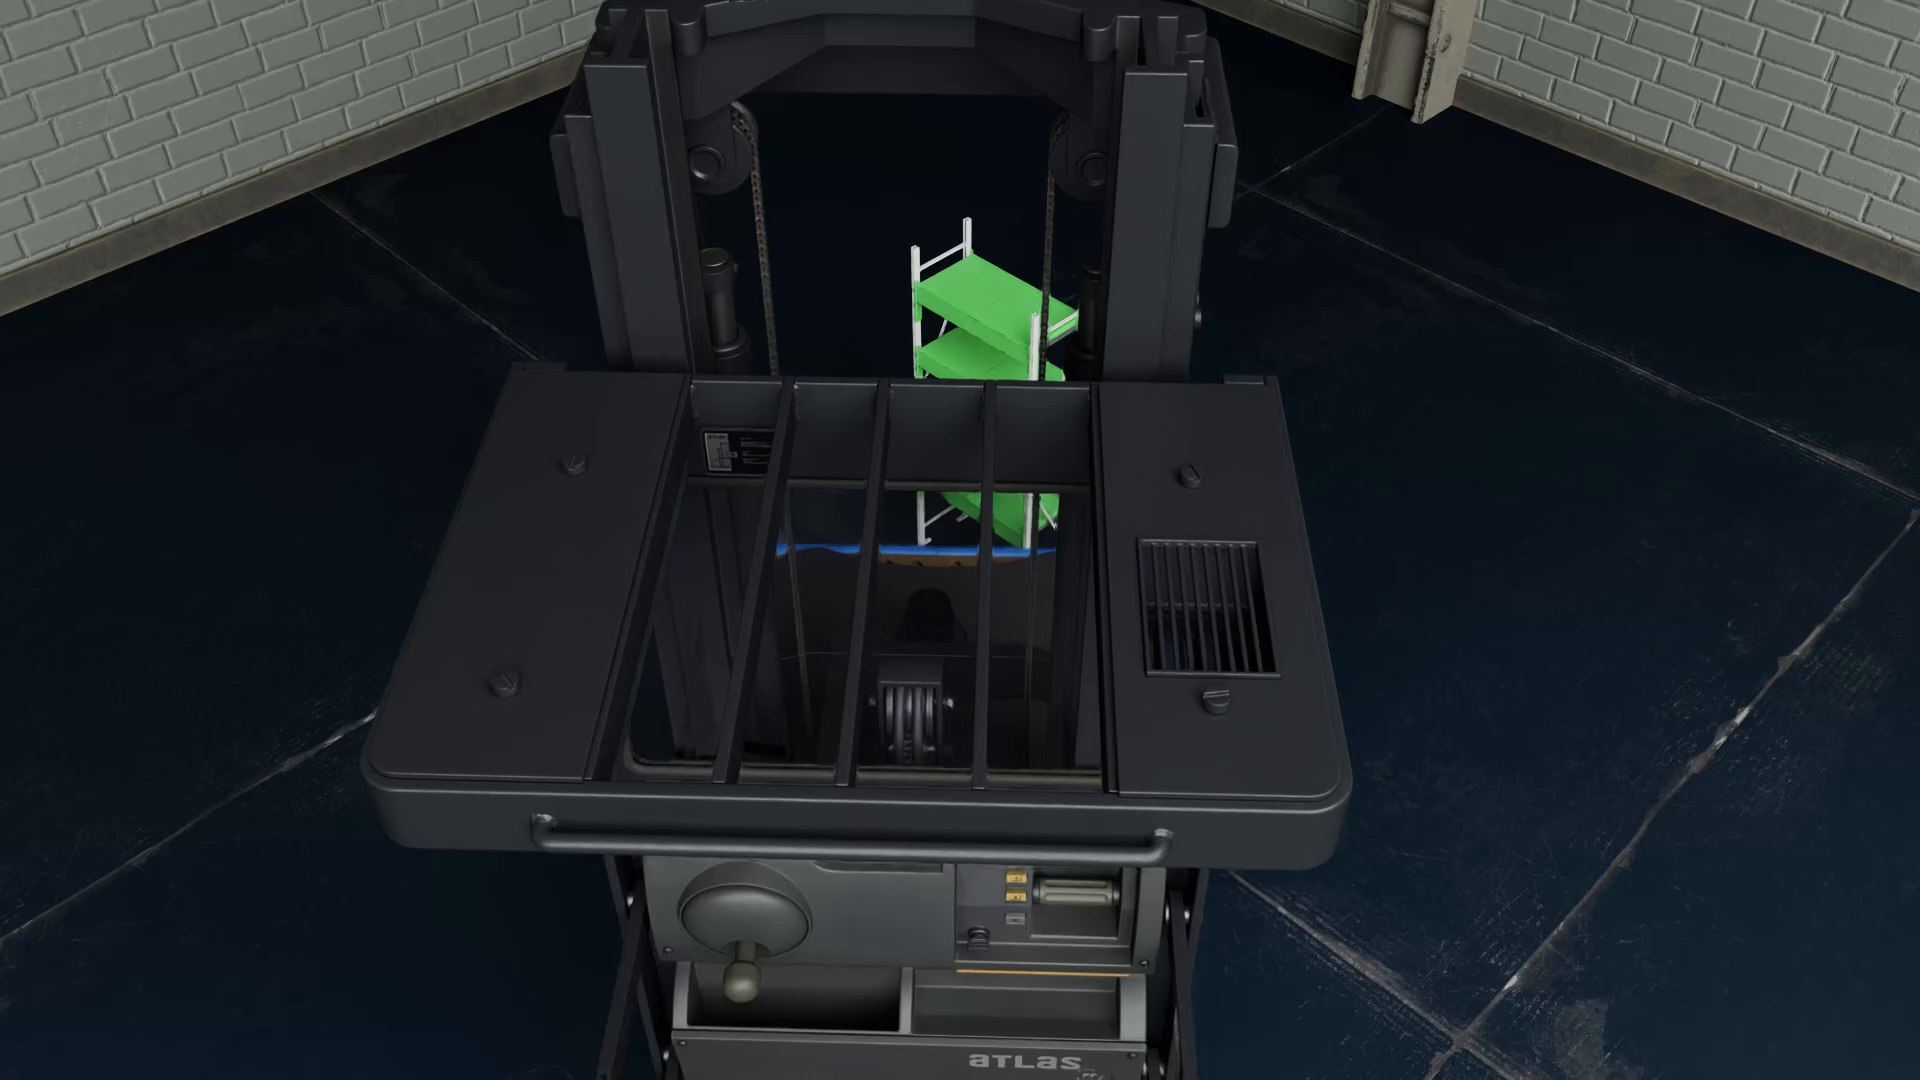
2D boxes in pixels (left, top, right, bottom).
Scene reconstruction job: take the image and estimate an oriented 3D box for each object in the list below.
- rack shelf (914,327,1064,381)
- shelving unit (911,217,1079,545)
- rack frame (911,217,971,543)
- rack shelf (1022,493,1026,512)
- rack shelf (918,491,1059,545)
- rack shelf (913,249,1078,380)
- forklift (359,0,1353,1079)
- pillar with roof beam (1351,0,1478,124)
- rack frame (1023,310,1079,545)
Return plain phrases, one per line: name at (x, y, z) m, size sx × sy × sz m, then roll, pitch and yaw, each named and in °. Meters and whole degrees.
rack shelf at (0.117, -0.490, 5.137) m, size 0.258 × 0.148 × 0.480 m, roll -34°, pitch 53°, yaw -31°
shelving unit at (0.117, -0.361, 5.257) m, size 0.258 × 1.200 × 0.503 m, roll -34°, pitch 53°, yaw -31°
rack frame at (-0.055, -0.478, 5.384) m, size 0.240 × 1.200 × 0.015 m, roll -34°, pitch 53°, yaw -31°
rack shelf at (0.117, -0.314, 5.300) m, size 0.258 × 0.148 × 0.480 m, roll -34°, pitch 53°, yaw -31°
rack shelf at (0.117, -0.138, 5.463) m, size 0.258 × 0.148 × 0.480 m, roll -34°, pitch 53°, yaw -31°
rack shelf at (0.117, -0.667, 4.974) m, size 0.258 × 0.148 × 0.480 m, roll -34°, pitch 53°, yaw -31°
forklift at (-0.104, 0.719, 2.813) m, size 1.130 × 2.935 × 3.031 m, roll 1°, pitch 43°, yaw 1°
pillar with roof beam at (-0.900, -3.380, 2.777) m, size 9.100 × 9.000 × 0.400 m, roll -34°, pitch 53°, yaw -31°
rack frame at (0.289, -0.244, 5.130) m, size 0.240 × 1.200 × 0.015 m, roll -34°, pitch 53°, yaw -31°
